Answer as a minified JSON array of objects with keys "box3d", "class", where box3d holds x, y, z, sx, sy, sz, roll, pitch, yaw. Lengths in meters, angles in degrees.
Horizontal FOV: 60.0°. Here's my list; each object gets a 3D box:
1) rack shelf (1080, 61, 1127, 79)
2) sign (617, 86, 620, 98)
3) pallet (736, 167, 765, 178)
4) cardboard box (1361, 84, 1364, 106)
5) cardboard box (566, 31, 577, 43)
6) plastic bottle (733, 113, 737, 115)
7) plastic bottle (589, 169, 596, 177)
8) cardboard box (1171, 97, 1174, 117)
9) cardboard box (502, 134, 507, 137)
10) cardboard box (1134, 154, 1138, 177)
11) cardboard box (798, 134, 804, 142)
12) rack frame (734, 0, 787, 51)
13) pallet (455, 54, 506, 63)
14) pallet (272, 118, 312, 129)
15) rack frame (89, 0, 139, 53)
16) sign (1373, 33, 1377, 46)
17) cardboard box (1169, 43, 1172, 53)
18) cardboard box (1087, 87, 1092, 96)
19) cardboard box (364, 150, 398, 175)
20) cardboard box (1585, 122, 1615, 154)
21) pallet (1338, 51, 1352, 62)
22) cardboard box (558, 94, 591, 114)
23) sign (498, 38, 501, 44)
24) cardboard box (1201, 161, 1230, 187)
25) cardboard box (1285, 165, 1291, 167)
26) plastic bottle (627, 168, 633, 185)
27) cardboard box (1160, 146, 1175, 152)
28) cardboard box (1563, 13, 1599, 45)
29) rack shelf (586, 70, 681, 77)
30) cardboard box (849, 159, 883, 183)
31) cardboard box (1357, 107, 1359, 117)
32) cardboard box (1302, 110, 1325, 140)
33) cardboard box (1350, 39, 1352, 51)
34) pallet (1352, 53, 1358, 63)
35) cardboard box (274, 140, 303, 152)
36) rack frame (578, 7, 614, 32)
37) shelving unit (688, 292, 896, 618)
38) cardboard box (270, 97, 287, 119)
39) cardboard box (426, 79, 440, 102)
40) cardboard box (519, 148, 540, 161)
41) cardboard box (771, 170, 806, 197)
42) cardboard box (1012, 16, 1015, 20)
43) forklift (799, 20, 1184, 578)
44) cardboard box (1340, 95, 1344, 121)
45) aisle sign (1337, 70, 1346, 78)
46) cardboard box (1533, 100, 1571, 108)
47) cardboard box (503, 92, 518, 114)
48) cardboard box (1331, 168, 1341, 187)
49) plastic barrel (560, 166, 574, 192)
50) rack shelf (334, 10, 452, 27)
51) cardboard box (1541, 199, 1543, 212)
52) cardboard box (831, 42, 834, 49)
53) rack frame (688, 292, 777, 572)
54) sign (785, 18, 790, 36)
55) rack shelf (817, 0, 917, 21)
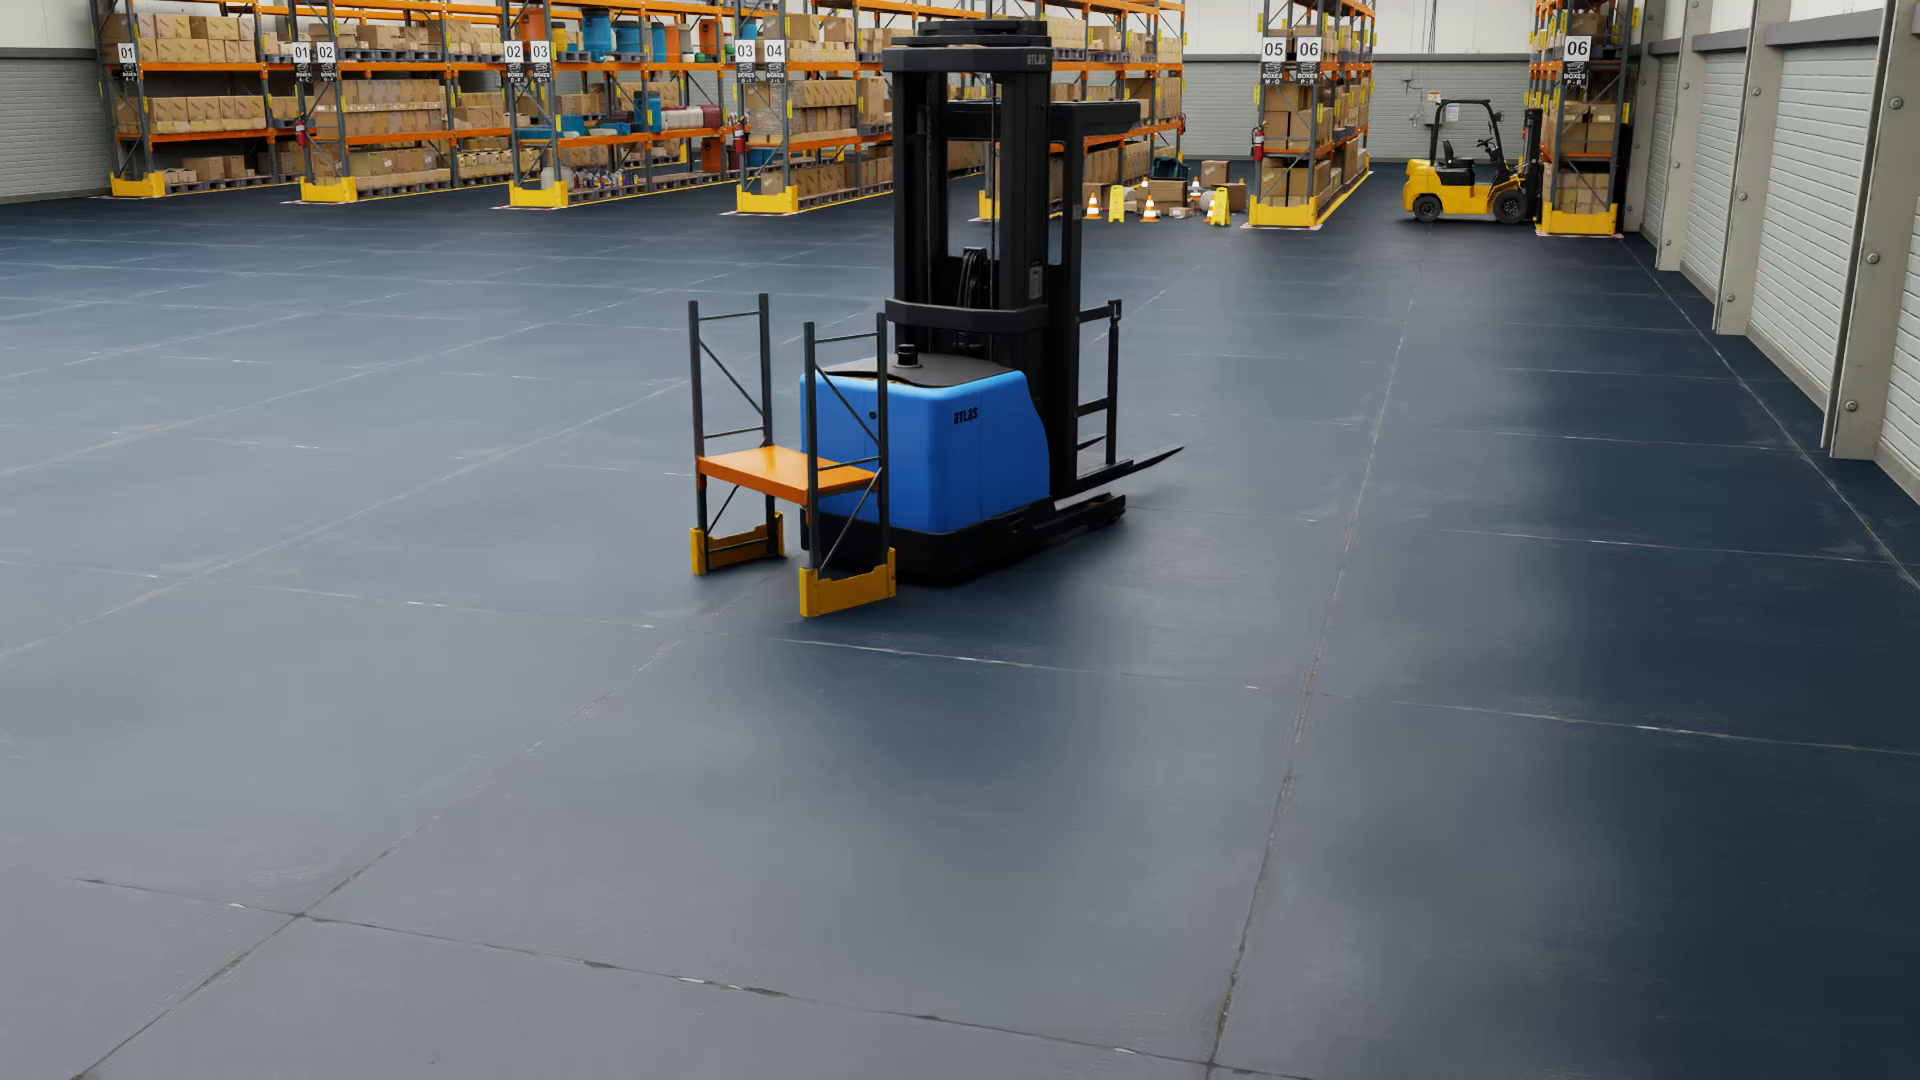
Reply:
[{"box3d":[2.665,-10.077,35.682,1.077,0.370,4.000,5,16,16],"class":"rack shelf"},{"box3d":[-9.320,-12.245,45.382,0.100,0.325,0.005,5,16,16],"class":"sign"},{"box3d":[-5.709,-9.485,42.882,1.003,0.211,1.213,5,16,16],"class":"pallet"},{"box3d":[9.662,-10.959,40.955,0.500,0.500,0.500,4,16,15],"class":"cardboard box"},{"box3d":[-10.444,-12.996,43.519,0.600,0.600,0.600,4,16,14],"class":"cardboard box"},{"box3d":[-5.865,-10.952,43.171,0.152,0.276,0.135,5,16,16],"class":"plastic bottle"},{"box3d":[-8.060,-7.961,36.448,0.144,0.351,0.185,4,16,14],"class":"plastic bottle"},{"box3d":[5.340,-11.382,43.734,0.500,0.500,0.500,5,16,16],"class":"cardboard box"},{"box3d":[-13.504,-12.166,49.847,0.380,0.149,0.250,5,17,17],"class":"cardboard box"},{"box3d":[3.960,-8.935,39.644,0.500,0.500,0.500,4,16,14],"class":"cardboard box"},{"box3d":[-3.282,-7.885,32.592,0.380,0.149,0.250,5,16,16],"class":"cardboard box"},{"box3d":[-3.767,-10.708,31.090,1.000,3.000,0.127,5,16,16],"class":"rack frame"},{"box3d":[-11.412,-11.559,39.933,1.003,0.211,1.213,5,17,18],"class":"pallet"},{"box3d":[-16.521,-10.117,40.352,1.003,0.211,1.213,5,16,16],"class":"pallet"},{"box3d":[-18.014,-11.860,35.152,1.000,3.000,0.127,5,16,16],"class":"rack frame"},{"box3d":[10.798,-13.024,43.277,0.100,0.325,0.005,5,16,16],"class":"sign"},{"box3d":[5.173,-12.669,42.860,0.500,0.250,0.500,4,16,13],"class":"cardboard box"},{"box3d":[2.376,-9.251,34.933,0.700,0.500,0.500,4,16,15],"class":"cardboard box"},{"box3d":[-12.628,-8.217,36.196,0.500,0.500,0.500,5,16,16],"class":"cardboard box"},{"box3d":[10.902,-6.825,28.213,0.500,0.500,0.500,5,17,18],"class":"cardboard box"},{"box3d":[7.149,-9.606,33.045,1.213,0.211,1.003,5,16,16],"class":"pallet"},{"box3d":[-10.337,-11.689,44.590,0.700,0.500,0.500,7,17,25],"class":"cardboard box"},{"box3d":[-11.510,-12.418,41.670,0.100,0.325,0.005,5,16,16],"class":"sign"},{"box3d":[5.156,-7.392,33.585,0.500,0.500,0.500,5,16,16],"class":"cardboard box"},{"box3d":[5.857,-6.660,30.707,0.500,0.500,0.500,5,17,18],"class":"cardboard box"},{"box3d":[-7.286,-7.999,36.581,0.144,0.351,0.185,4,16,14],"class":"plastic bottle"},{"box3d":[5.599,-10.555,44.910,0.380,0.149,0.250,5,17,17],"class":"cardboard box"},{"box3d":[10.387,-8.545,27.826,0.500,0.500,0.500,5,17,18],"class":"cardboard box"},{"box3d":[-9.285,-13.351,47.222,1.077,0.370,4.000,5,16,16],"class":"rack shelf"},{"box3d":[-2.123,-8.306,37.390,0.700,0.500,0.500,3,16,11],"class":"cardboard box"},{"box3d":[9.253,-10.227,39.747,0.500,0.250,0.500,5,16,16],"class":"cardboard box"},{"box3d":[6.279,-7.483,29.984,0.500,0.500,0.500,5,17,18],"class":"cardboard box"},{"box3d":[7.687,-10.061,33.810,0.500,0.250,0.500,4,16,15],"class":"cardboard box"},{"box3d":[8.140,-10.671,36.803,1.213,0.211,1.003,5,17,18],"class":"pallet"},{"box3d":[-16.562,-9.700,40.930,0.500,0.250,0.500,4,16,15],"class":"cardboard box"},{"box3d":[-9.853,-14.616,44.870,1.000,3.000,0.127,5,16,16],"class":"rack frame"},{"box3d":[-0.911,-0.487,8.796,0.587,1.500,1.083,-14,21,-40],"class":"shelving unit"},{"box3d":[-16.700,-10.411,40.047,0.700,0.500,0.500,5,16,16],"class":"cardboard box"},{"box3d":[-12.247,-10.193,37.708,0.700,0.500,0.500,5,17,16],"class":"cardboard box"},{"box3d":[-10.903,-9.677,41.690,0.500,0.311,0.500,5,17,17],"class":"cardboard box"},{"box3d":[-3.436,-7.142,33.324,0.500,0.500,0.500,10,18,30],"class":"cardboard box"},{"box3d":[0.803,-9.546,30.538,0.380,0.149,0.250,5,17,16],"class":"cardboard box"},{"box3d":[0.364,-1.549,9.918,1.130,2.935,3.031,11,19,34],"class":"forklift"},{"box3d":[7.575,-8.853,34.045,0.500,0.500,0.500,5,16,16],"class":"cardboard box"},{"box3d":[10.024,-12.531,43.748,0.394,0.787,0.004,5,16,16],"class":"aisle sign"},{"box3d":[13.055,-9.455,36.709,0.797,0.503,0.637,4,16,15],"class":"cardboard box"},{"box3d":[-13.799,-12.979,49.541,0.980,0.700,0.700,4,16,15],"class":"cardboard box"},{"box3d":[7.838,-7.937,36.361,0.950,0.372,0.625,3,16,12],"class":"cardboard box"},{"box3d":[-8.259,-7.520,34.635,0.421,0.512,0.421,0,16,0],"class":"plastic barrel"},{"box3d":[-15.172,-13.938,44.529,1.077,0.370,4.000,5,16,16],"class":"rack shelf"},{"box3d":[10.627,-5.955,29.598,0.500,0.250,0.500,5,17,16],"class":"cardboard box"},{"box3d":[-2.795,-10.052,33.820,0.380,0.149,0.250,5,17,18],"class":"cardboard box"},{"box3d":[-1.245,-0.588,9.153,0.500,1.500,0.032,-14,21,-40],"class":"rack frame"},{"box3d":[-3.247,-9.643,31.232,0.100,0.325,0.005,5,16,16],"class":"sign"},{"box3d":[-2.062,-11.739,36.777,1.077,0.370,4.000,5,16,16],"class":"rack shelf"}]
